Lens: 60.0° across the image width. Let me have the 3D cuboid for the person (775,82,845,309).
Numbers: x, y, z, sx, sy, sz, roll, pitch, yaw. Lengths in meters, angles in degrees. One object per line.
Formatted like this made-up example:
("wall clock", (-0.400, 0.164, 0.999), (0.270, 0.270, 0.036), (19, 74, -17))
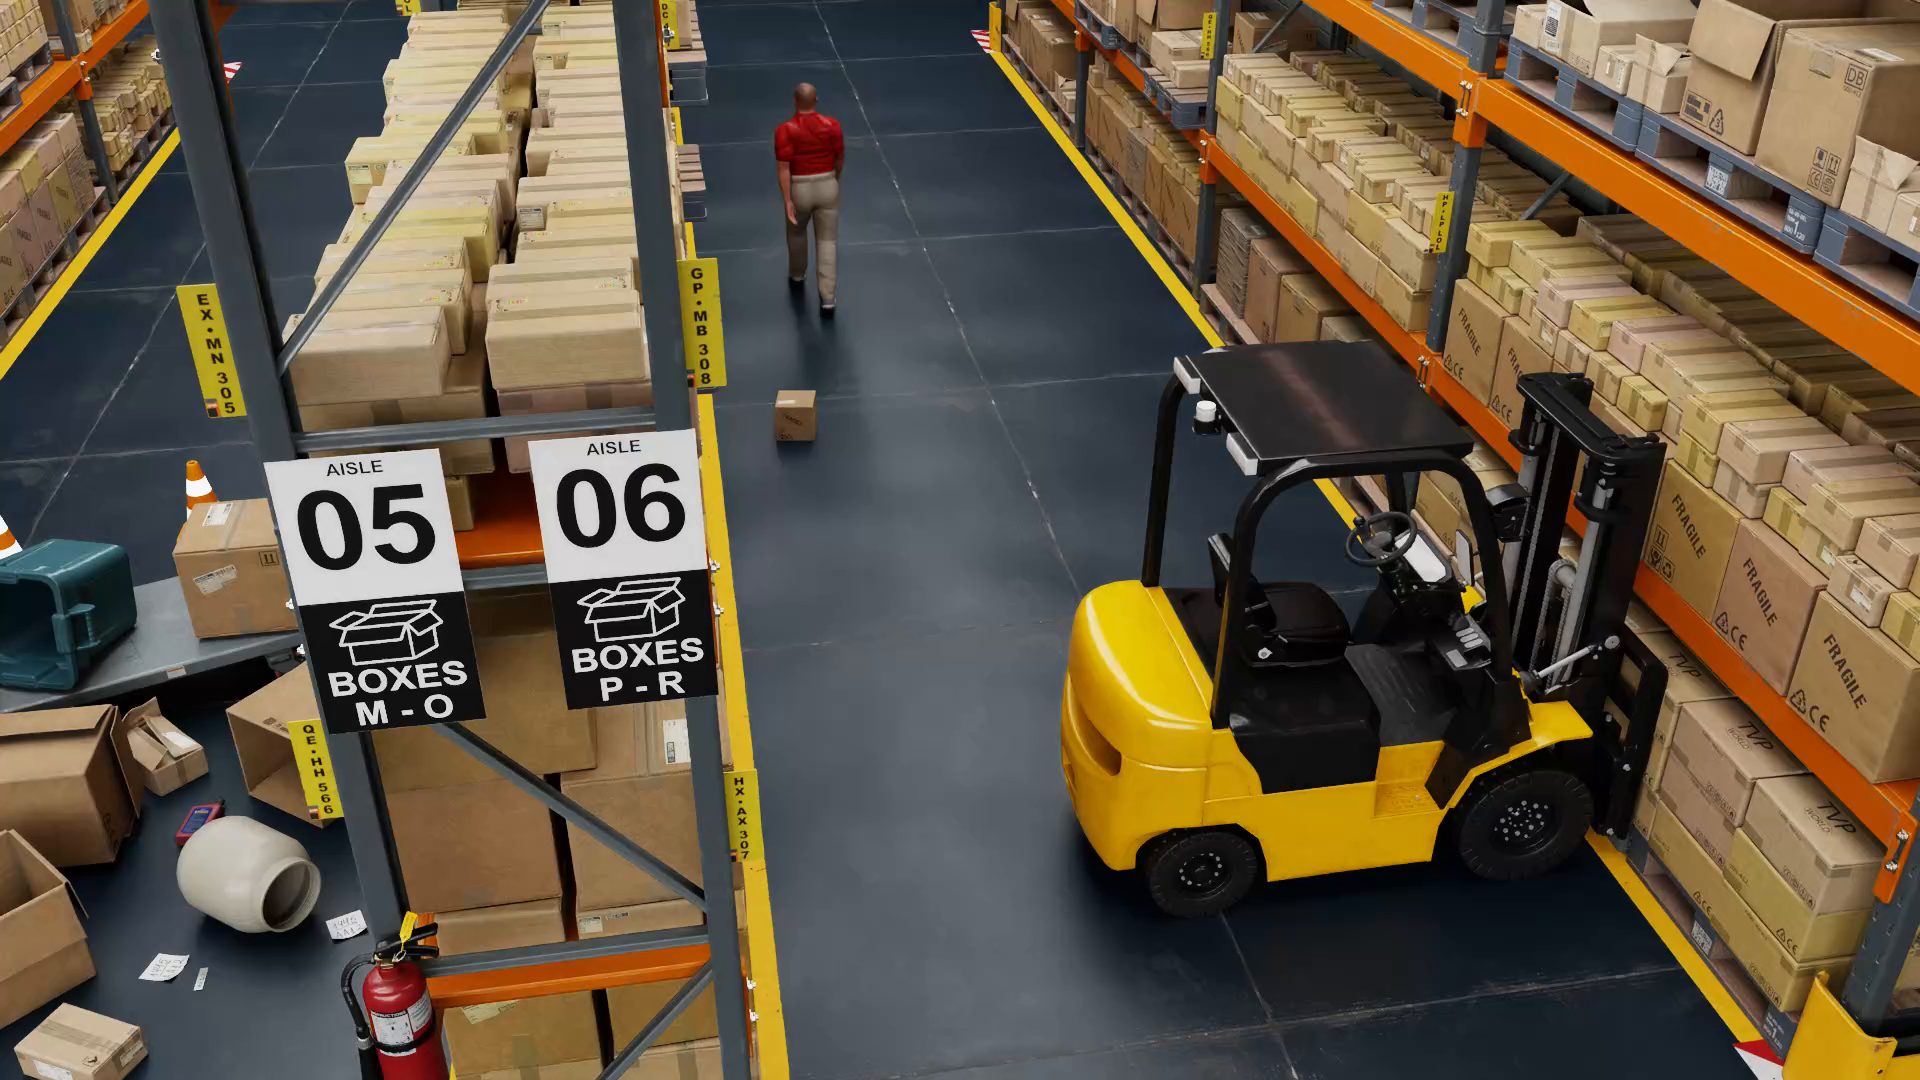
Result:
("person", (-1.140, -2.694, 12.711), (0.531, 1.658, 1.036), (-5, 31, -8))
